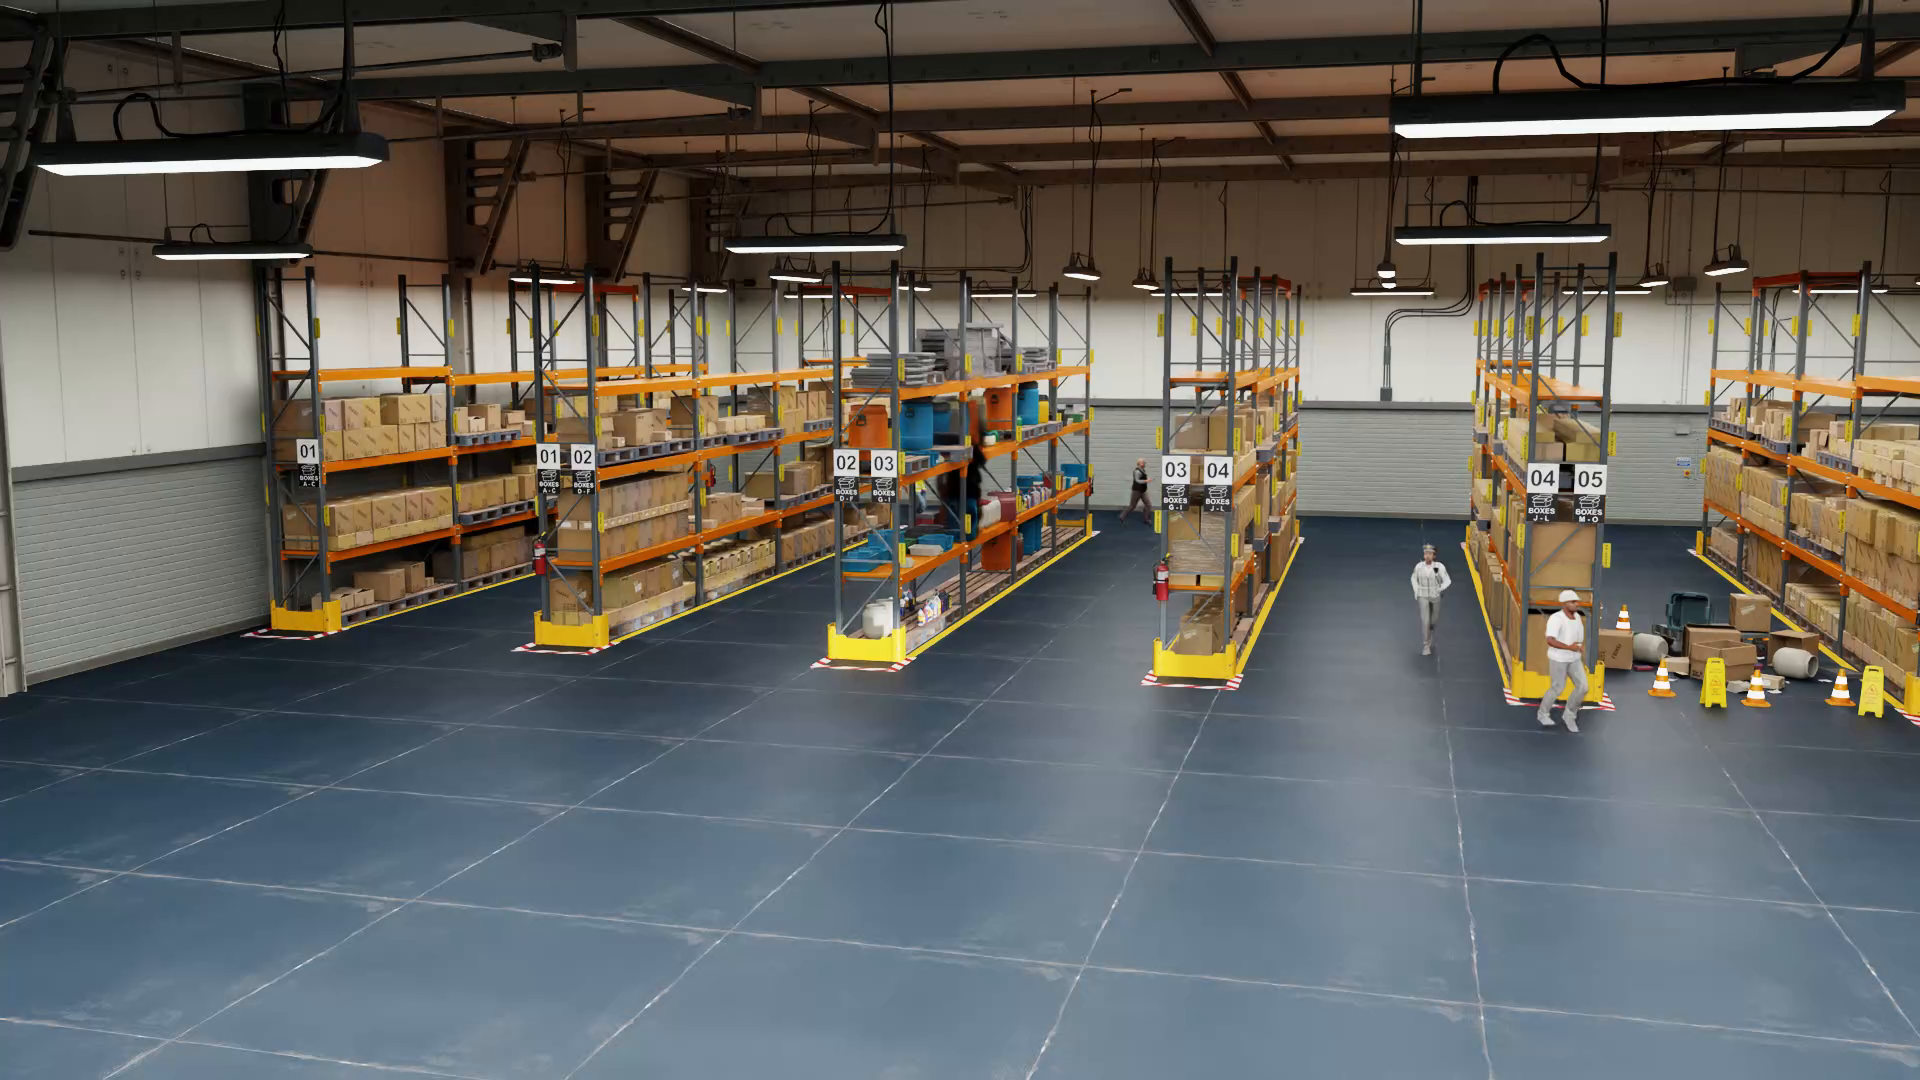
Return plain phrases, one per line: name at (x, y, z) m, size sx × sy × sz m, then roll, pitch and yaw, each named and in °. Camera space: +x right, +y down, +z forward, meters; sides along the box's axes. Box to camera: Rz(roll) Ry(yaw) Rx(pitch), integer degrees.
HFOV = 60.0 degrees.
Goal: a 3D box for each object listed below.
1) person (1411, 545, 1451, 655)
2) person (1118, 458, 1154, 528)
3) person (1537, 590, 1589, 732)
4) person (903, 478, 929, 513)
person at (7.315, 0.906, 25.882) m, size 0.611 × 1.692 × 0.765 m, roll 2°, pitch 8°, yaw 18°
person at (4.490, -1.188, 42.112) m, size 0.904 × 1.771 × 0.662 m, roll 4°, pitch 8°, yaw 27°
person at (7.576, 1.522, 20.751) m, size 0.721 × 1.816 × 0.729 m, roll -4°, pitch 8°, yaw -29°
person at (-1.040, -1.226, 42.204) m, size 0.762 × 1.735 × 0.944 m, roll -6°, pitch 10°, yaw -40°
